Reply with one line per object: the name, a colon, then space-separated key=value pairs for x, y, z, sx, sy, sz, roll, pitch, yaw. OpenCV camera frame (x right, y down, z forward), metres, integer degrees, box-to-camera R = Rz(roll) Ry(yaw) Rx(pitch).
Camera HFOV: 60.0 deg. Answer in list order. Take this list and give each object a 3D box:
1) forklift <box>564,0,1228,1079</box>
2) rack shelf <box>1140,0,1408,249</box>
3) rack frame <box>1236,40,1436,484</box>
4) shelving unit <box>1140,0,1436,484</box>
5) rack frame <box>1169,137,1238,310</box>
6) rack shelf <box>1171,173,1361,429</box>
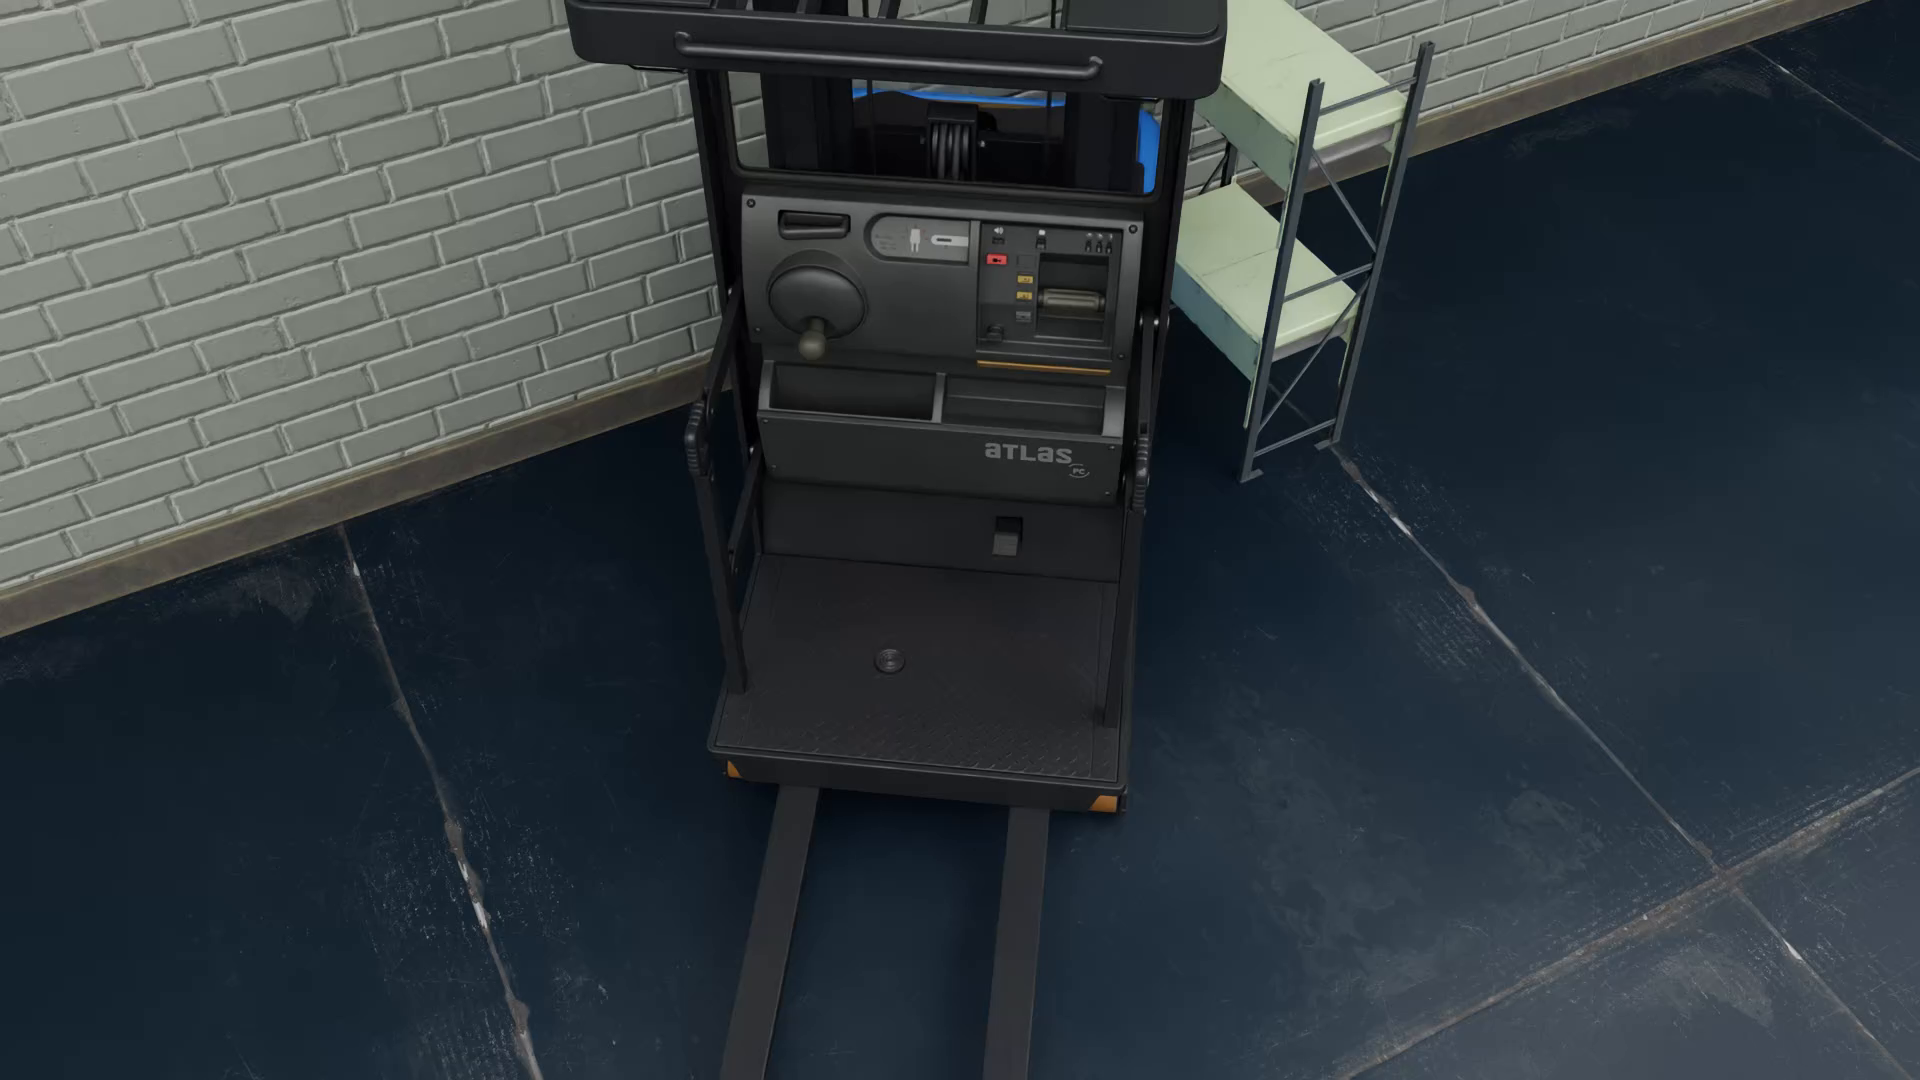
forklift: x=-0.068 y=-0.496 z=3.737 sx=1.130 sy=2.935 sz=3.031 roll=5 pitch=49 yaw=4
rack shelf: x=0.904 y=-1.254 z=4.832 sx=0.431 sy=0.370 sz=0.720 roll=-23 pitch=53 yaw=-19
rack frame: x=1.082 y=-0.756 z=4.915 sx=0.400 sy=1.500 sz=0.023 roll=-23 pitch=53 yaw=-19
shelving unit: x=0.904 y=-0.997 z=5.125 sx=0.431 sy=1.500 sz=0.755 roll=-23 pitch=53 yaw=-19
rack frame: x=0.727 y=-1.238 z=5.336 sx=0.400 sy=1.500 sz=0.023 roll=-23 pitch=53 yaw=-19
rack shelf: x=0.904 y=-0.782 z=5.371 sx=0.431 sy=0.370 sz=0.720 roll=-23 pitch=53 yaw=-19
